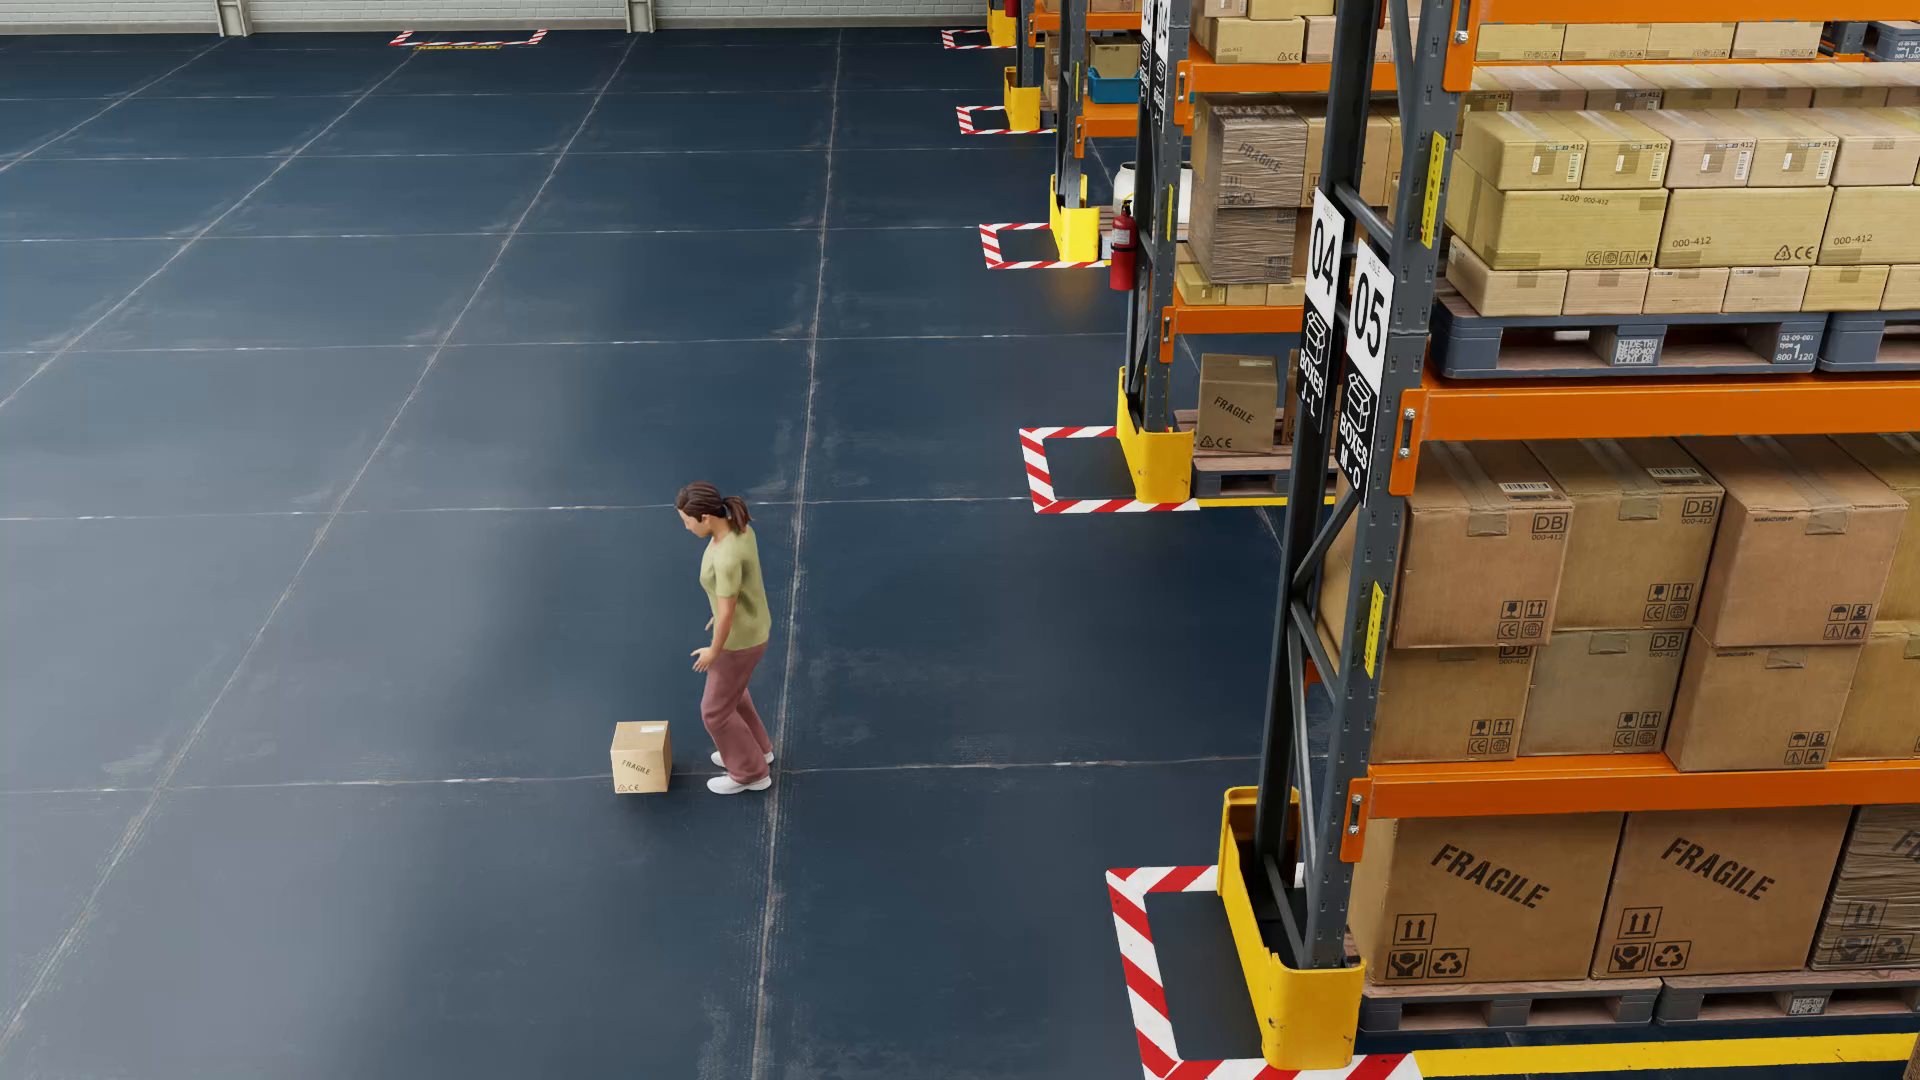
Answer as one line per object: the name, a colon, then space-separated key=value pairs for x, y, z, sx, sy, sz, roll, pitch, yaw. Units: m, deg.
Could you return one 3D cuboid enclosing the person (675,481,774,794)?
person: x=-1.085 y=0.458 z=7.811 sx=0.388 sy=1.627 sz=0.470 roll=-1 pitch=28 yaw=-1
